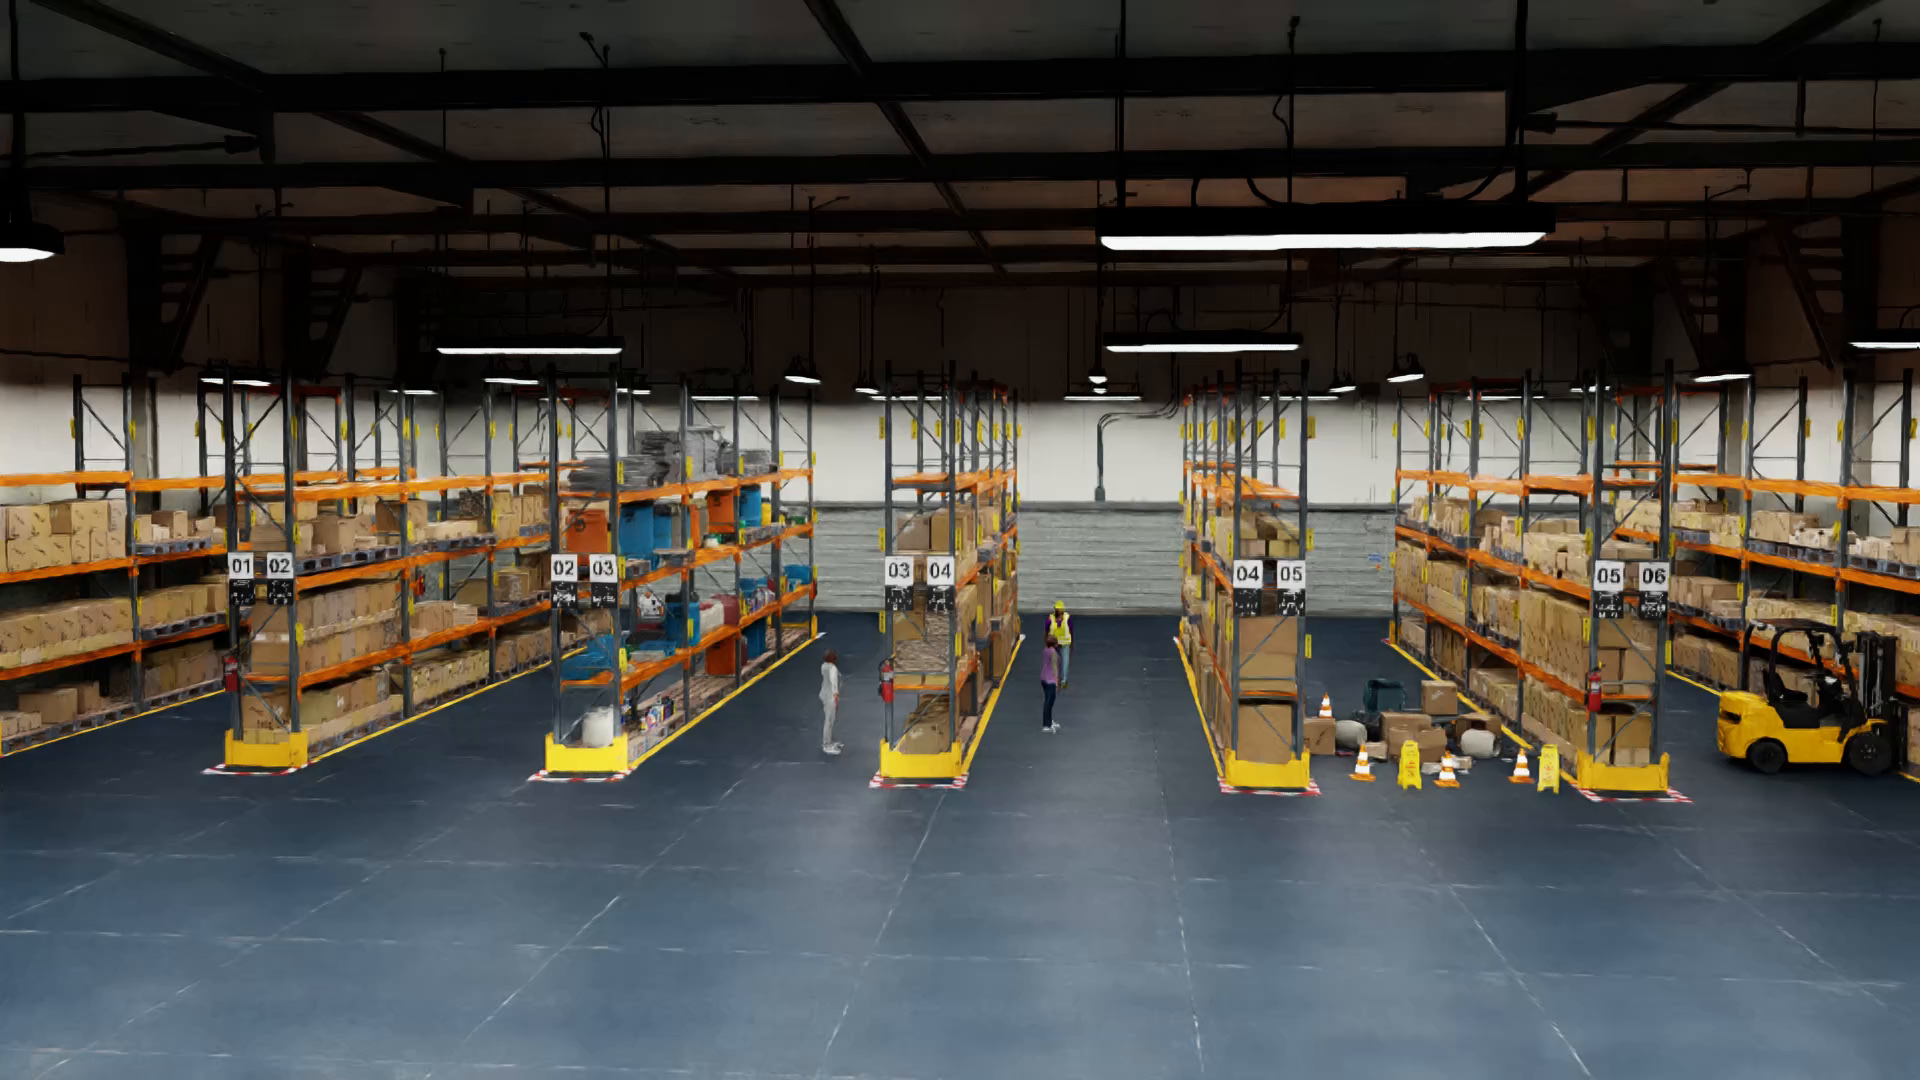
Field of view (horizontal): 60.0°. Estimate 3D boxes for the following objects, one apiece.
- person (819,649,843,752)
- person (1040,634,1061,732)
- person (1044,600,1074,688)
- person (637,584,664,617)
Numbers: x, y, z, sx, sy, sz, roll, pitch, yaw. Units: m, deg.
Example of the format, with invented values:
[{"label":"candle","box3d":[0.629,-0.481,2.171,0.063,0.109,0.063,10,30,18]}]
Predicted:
[{"label":"person","box3d":[-1.997,2.487,25.919,0.406,1.600,0.468,-2,4,-26]},{"label":"person","box3d":[1.540,2.366,27.725,0.419,1.603,0.504,-2,4,-22]},{"label":"person","box3d":[1.925,2.012,32.465,0.577,1.691,1.121,1,4,8]},{"label":"person","box3d":[-6.889,1.780,36.907,0.625,1.611,0.575,0,4,3]}]
